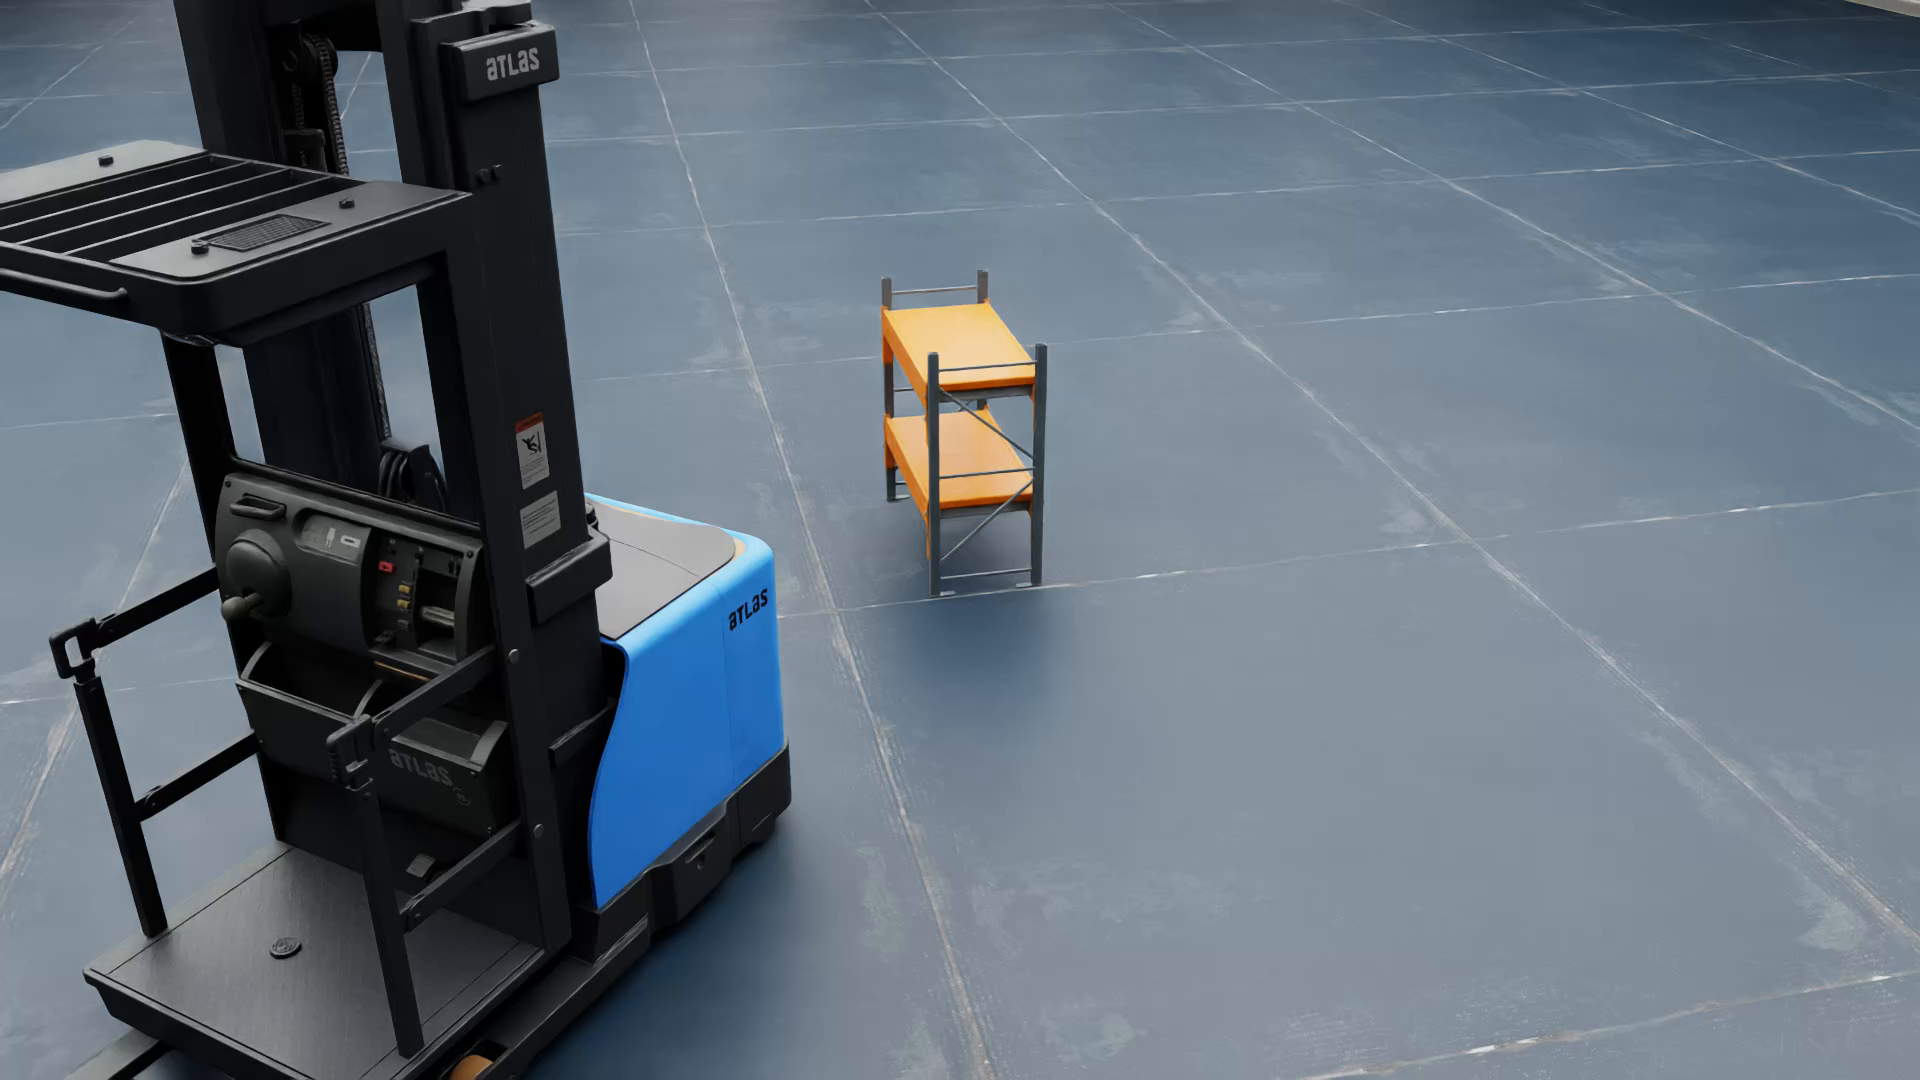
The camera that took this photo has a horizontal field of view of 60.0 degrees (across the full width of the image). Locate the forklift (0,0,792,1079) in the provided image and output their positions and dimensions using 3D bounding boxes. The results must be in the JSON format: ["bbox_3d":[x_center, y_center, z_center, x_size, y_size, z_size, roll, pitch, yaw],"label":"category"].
[{"bbox_3d":[-1.733,0.129,4.241,1.130,2.935,3.031,14,30,25],"label":"forklift"}]

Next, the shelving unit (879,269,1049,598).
[{"bbox_3d":[-0.002,-0.505,7.502,0.538,1.125,1.048,-6,27,-12],"label":"shelving unit"}]

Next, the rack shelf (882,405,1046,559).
[{"bbox_3d":[-0.002,-0.287,7.613,0.538,0.278,1.000,-6,27,-12],"label":"rack shelf"}]

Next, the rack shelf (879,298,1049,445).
[{"bbox_3d":[-0.002,-0.766,7.371,0.538,0.278,1.000,-6,27,-12],"label":"rack shelf"}]

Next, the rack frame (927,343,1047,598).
[{"bbox_3d":[0.113,-0.282,7.060,0.500,1.125,0.032,-6,27,-12],"label":"rack frame"}]

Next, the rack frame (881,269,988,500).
[{"bbox_3d":[-0.116,-0.728,7.945,0.500,1.125,0.032,-6,27,-12],"label":"rack frame"}]
